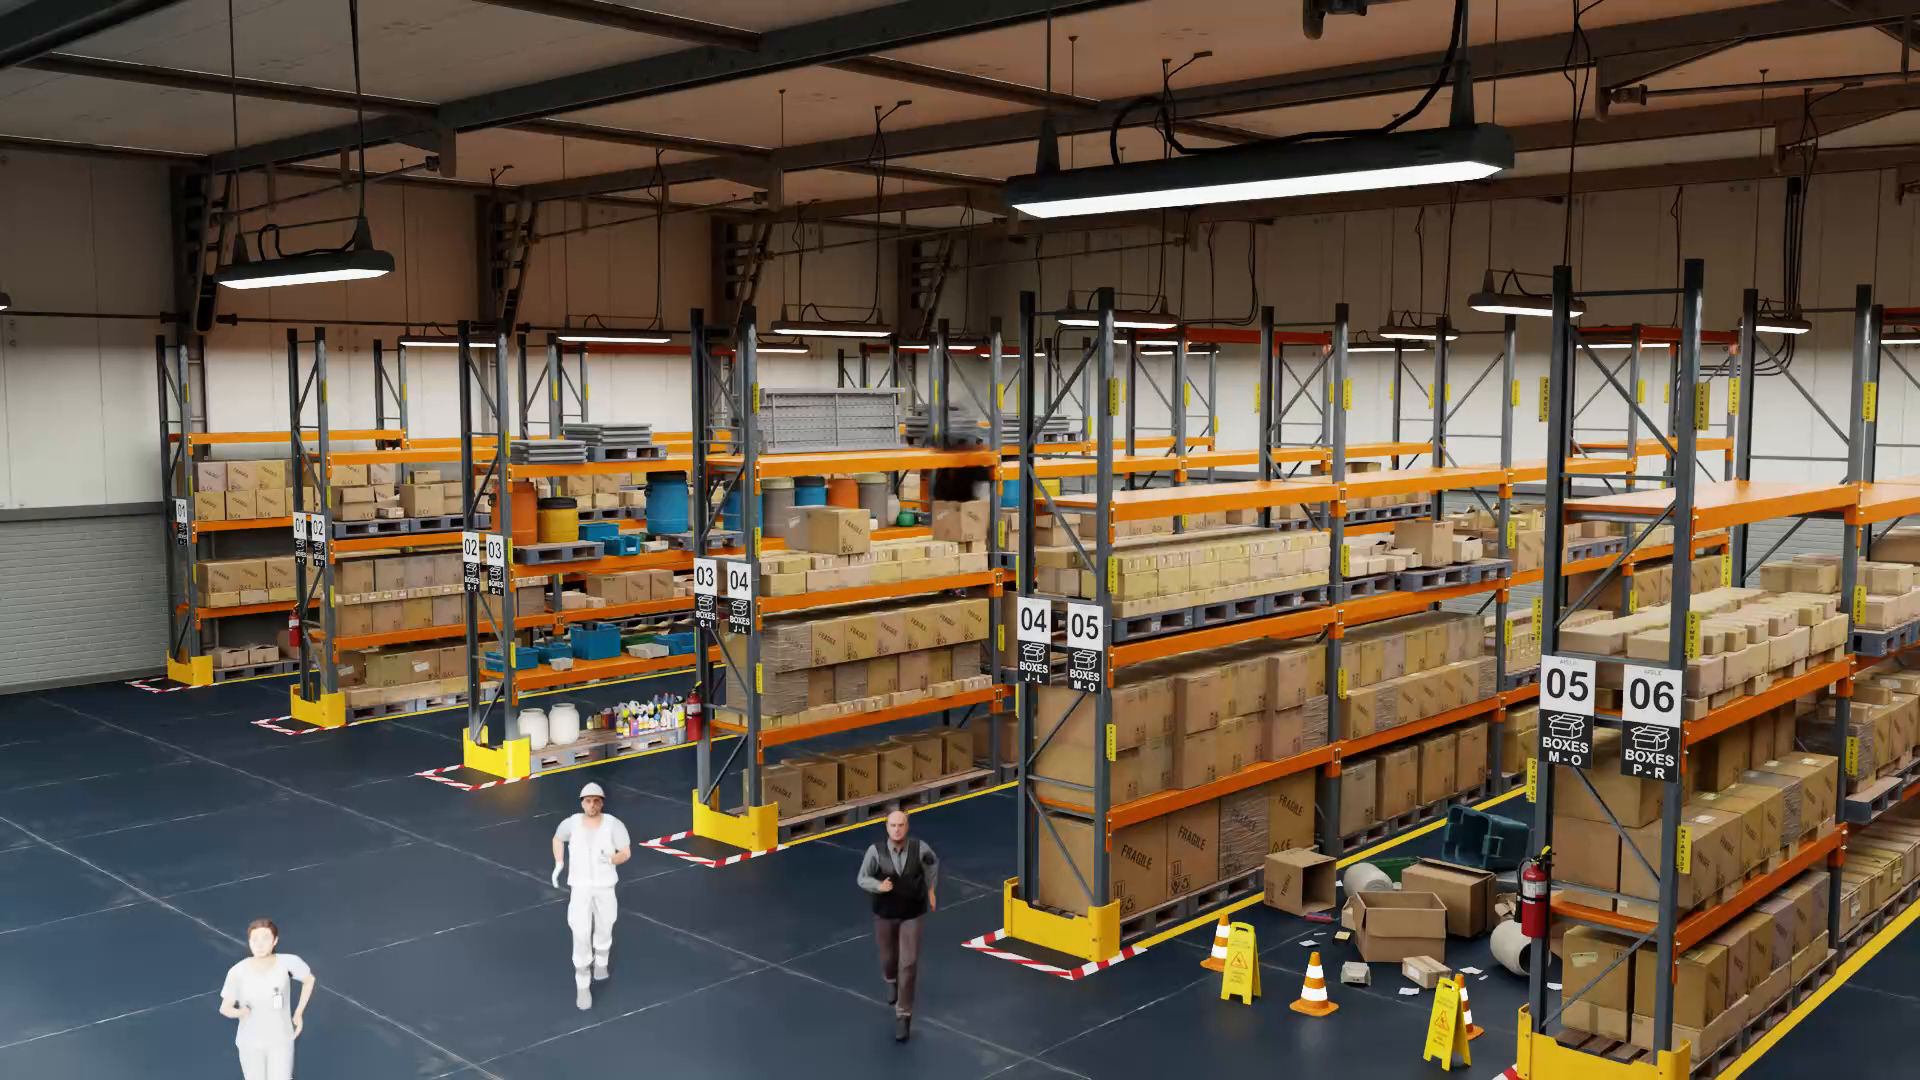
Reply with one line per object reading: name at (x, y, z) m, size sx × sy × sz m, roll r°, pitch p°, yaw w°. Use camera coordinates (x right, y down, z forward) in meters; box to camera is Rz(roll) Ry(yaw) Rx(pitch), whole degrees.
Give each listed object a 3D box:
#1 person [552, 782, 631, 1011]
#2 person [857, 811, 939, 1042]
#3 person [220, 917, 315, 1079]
person at (-3.102, 2.955, 14.017) m, size 0.646 × 1.846 × 0.793 m, roll -1°, pitch 6°, yaw -15°
person at (-0.497, 3.023, 13.389) m, size 0.646 × 1.729 × 0.951 m, roll 0°, pitch 5°, yaw 1°
person at (-4.514, 3.314, 10.848) m, size 0.547 × 1.723 × 0.715 m, roll -1°, pitch 6°, yaw -13°
